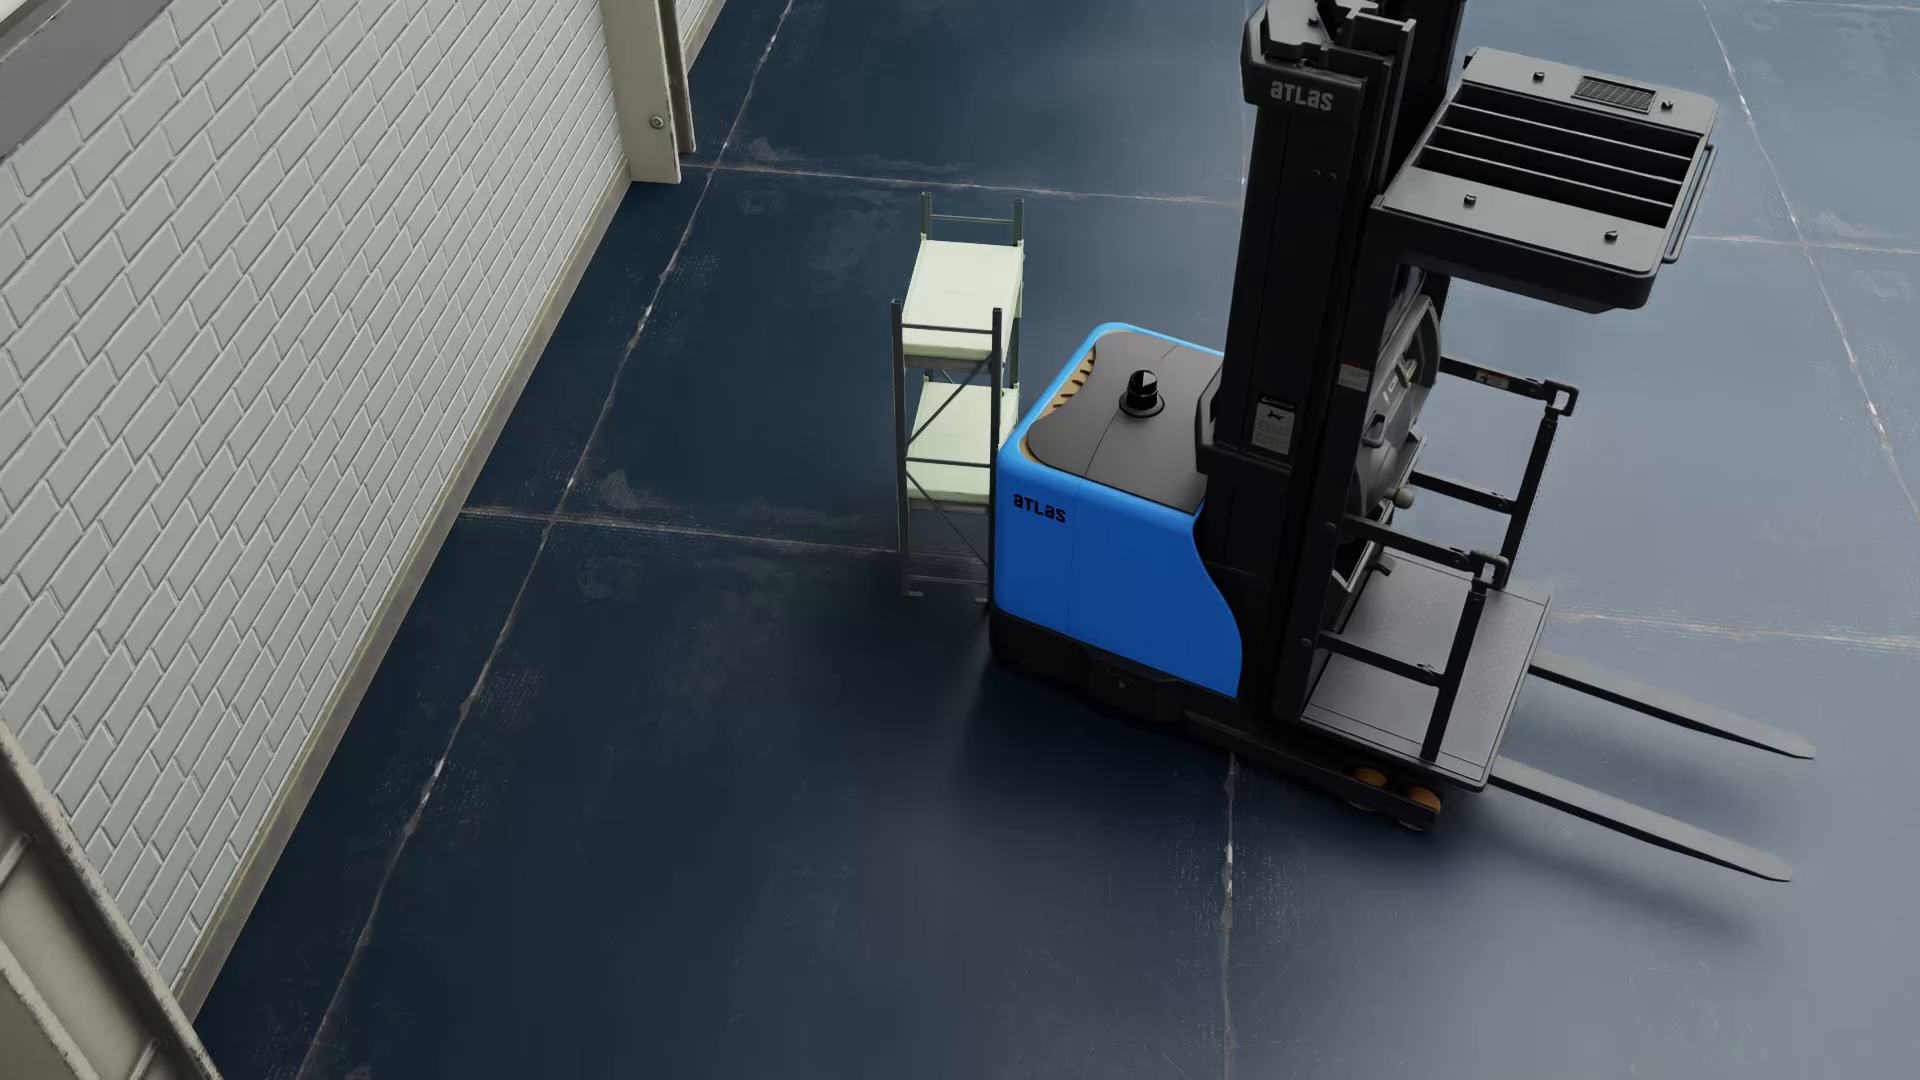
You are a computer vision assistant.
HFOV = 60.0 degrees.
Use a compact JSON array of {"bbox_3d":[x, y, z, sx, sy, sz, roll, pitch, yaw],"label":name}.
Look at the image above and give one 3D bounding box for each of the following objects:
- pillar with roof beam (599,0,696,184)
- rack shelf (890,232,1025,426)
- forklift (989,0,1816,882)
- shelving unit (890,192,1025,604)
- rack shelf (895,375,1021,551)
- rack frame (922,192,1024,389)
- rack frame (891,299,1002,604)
[{"bbox_3d":[2.552,-5.039,6.049,9.100,9.000,0.400,5,44,6],"label":"pillar with roof beam"},{"bbox_3d":[0.001,-0.833,6.493,0.431,0.370,0.720,5,44,6],"label":"rack shelf"},{"bbox_3d":[1.665,-0.415,5.578,3.031,2.935,1.130,20,47,20],"label":"forklift"},{"bbox_3d":[0.001,-0.549,6.761,0.431,1.500,0.755,5,44,6],"label":"shelving unit"},{"bbox_3d":[0.001,-0.312,6.985,0.431,0.370,0.720,5,44,6],"label":"rack shelf"},{"bbox_3d":[0.049,-0.799,7.025,0.400,1.500,0.023,5,44,6],"label":"rack frame"},{"bbox_3d":[-0.048,-0.300,6.498,0.400,1.500,0.023,5,44,6],"label":"rack frame"}]
